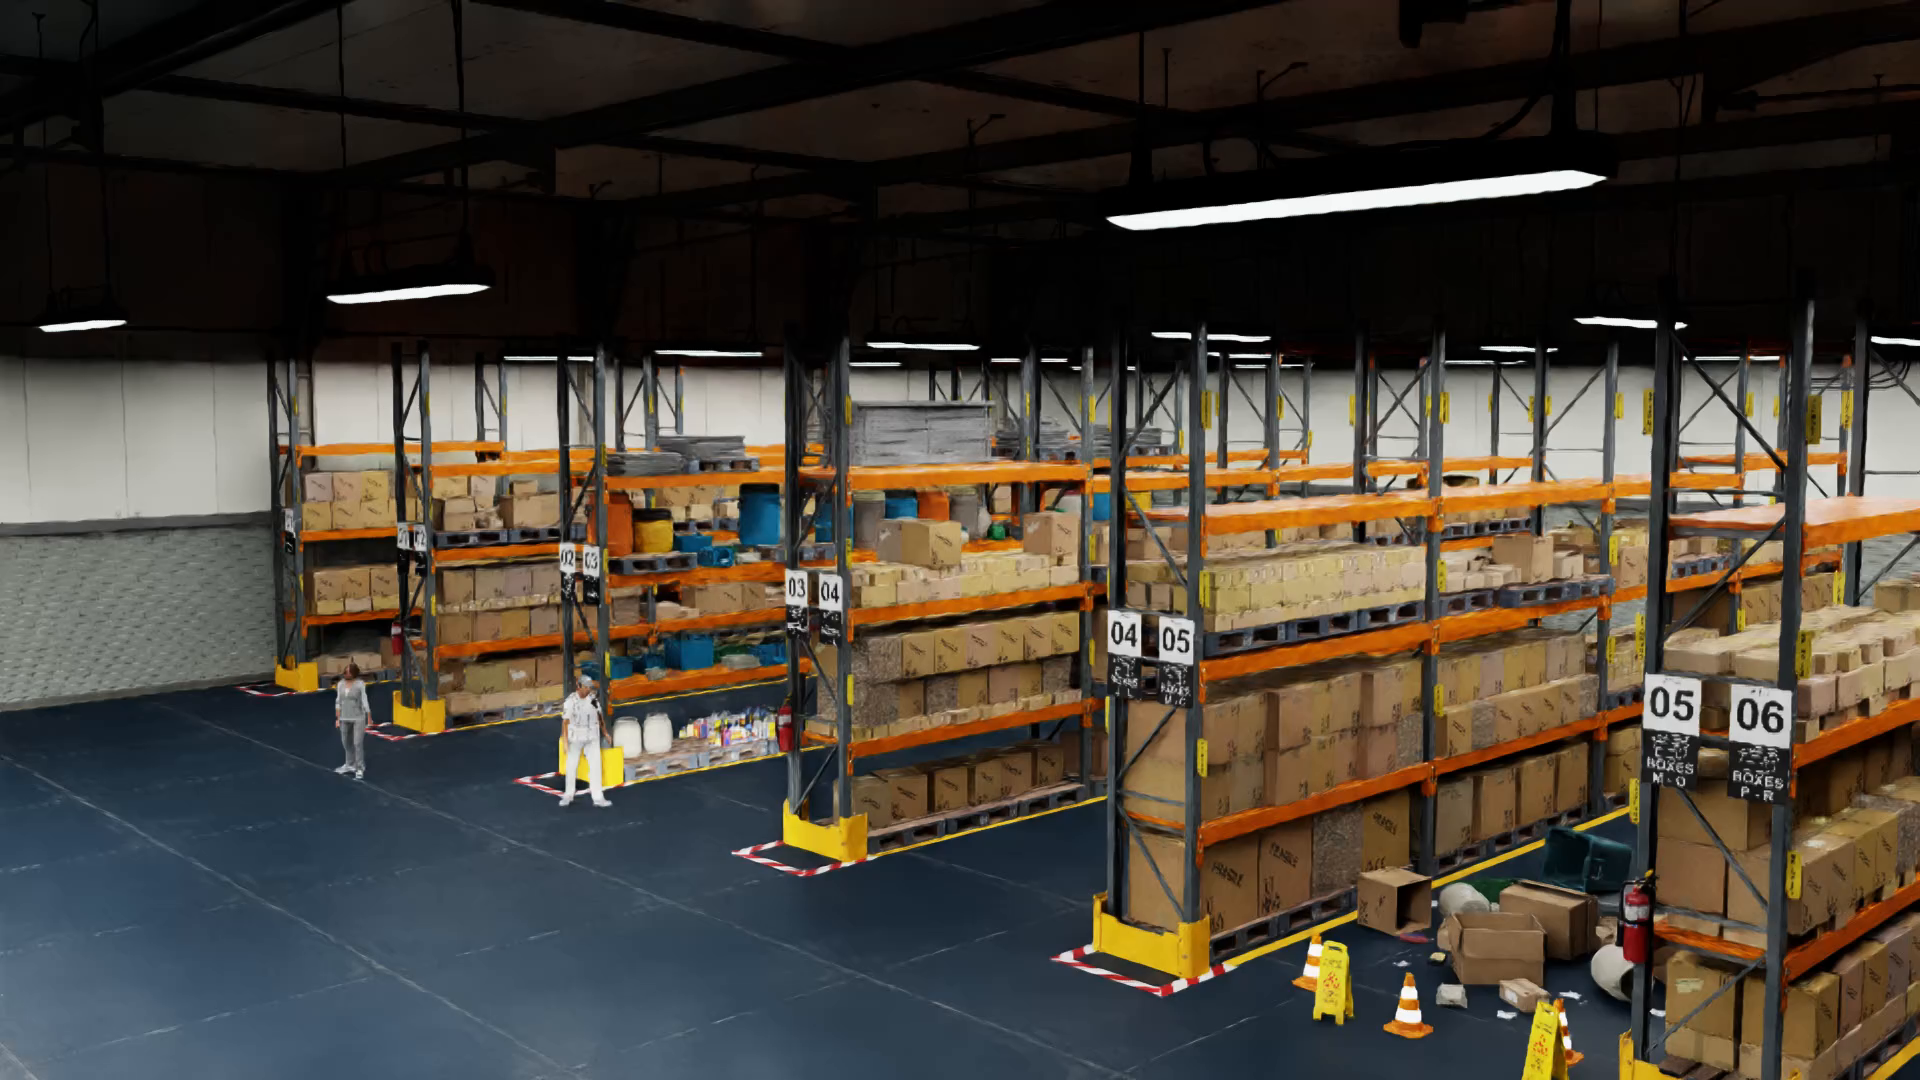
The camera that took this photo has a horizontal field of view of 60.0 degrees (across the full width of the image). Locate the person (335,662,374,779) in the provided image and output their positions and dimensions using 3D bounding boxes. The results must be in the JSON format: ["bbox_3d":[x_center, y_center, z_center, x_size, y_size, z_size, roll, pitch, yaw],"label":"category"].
[{"bbox_3d":[-8.290,2.430,22.574,0.589,1.587,0.463,1,5,11],"label":"person"}]

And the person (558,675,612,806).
[{"bbox_3d":[-4.701,2.516,21.003,0.697,1.646,0.626,-4,6,-35],"label":"person"}]
